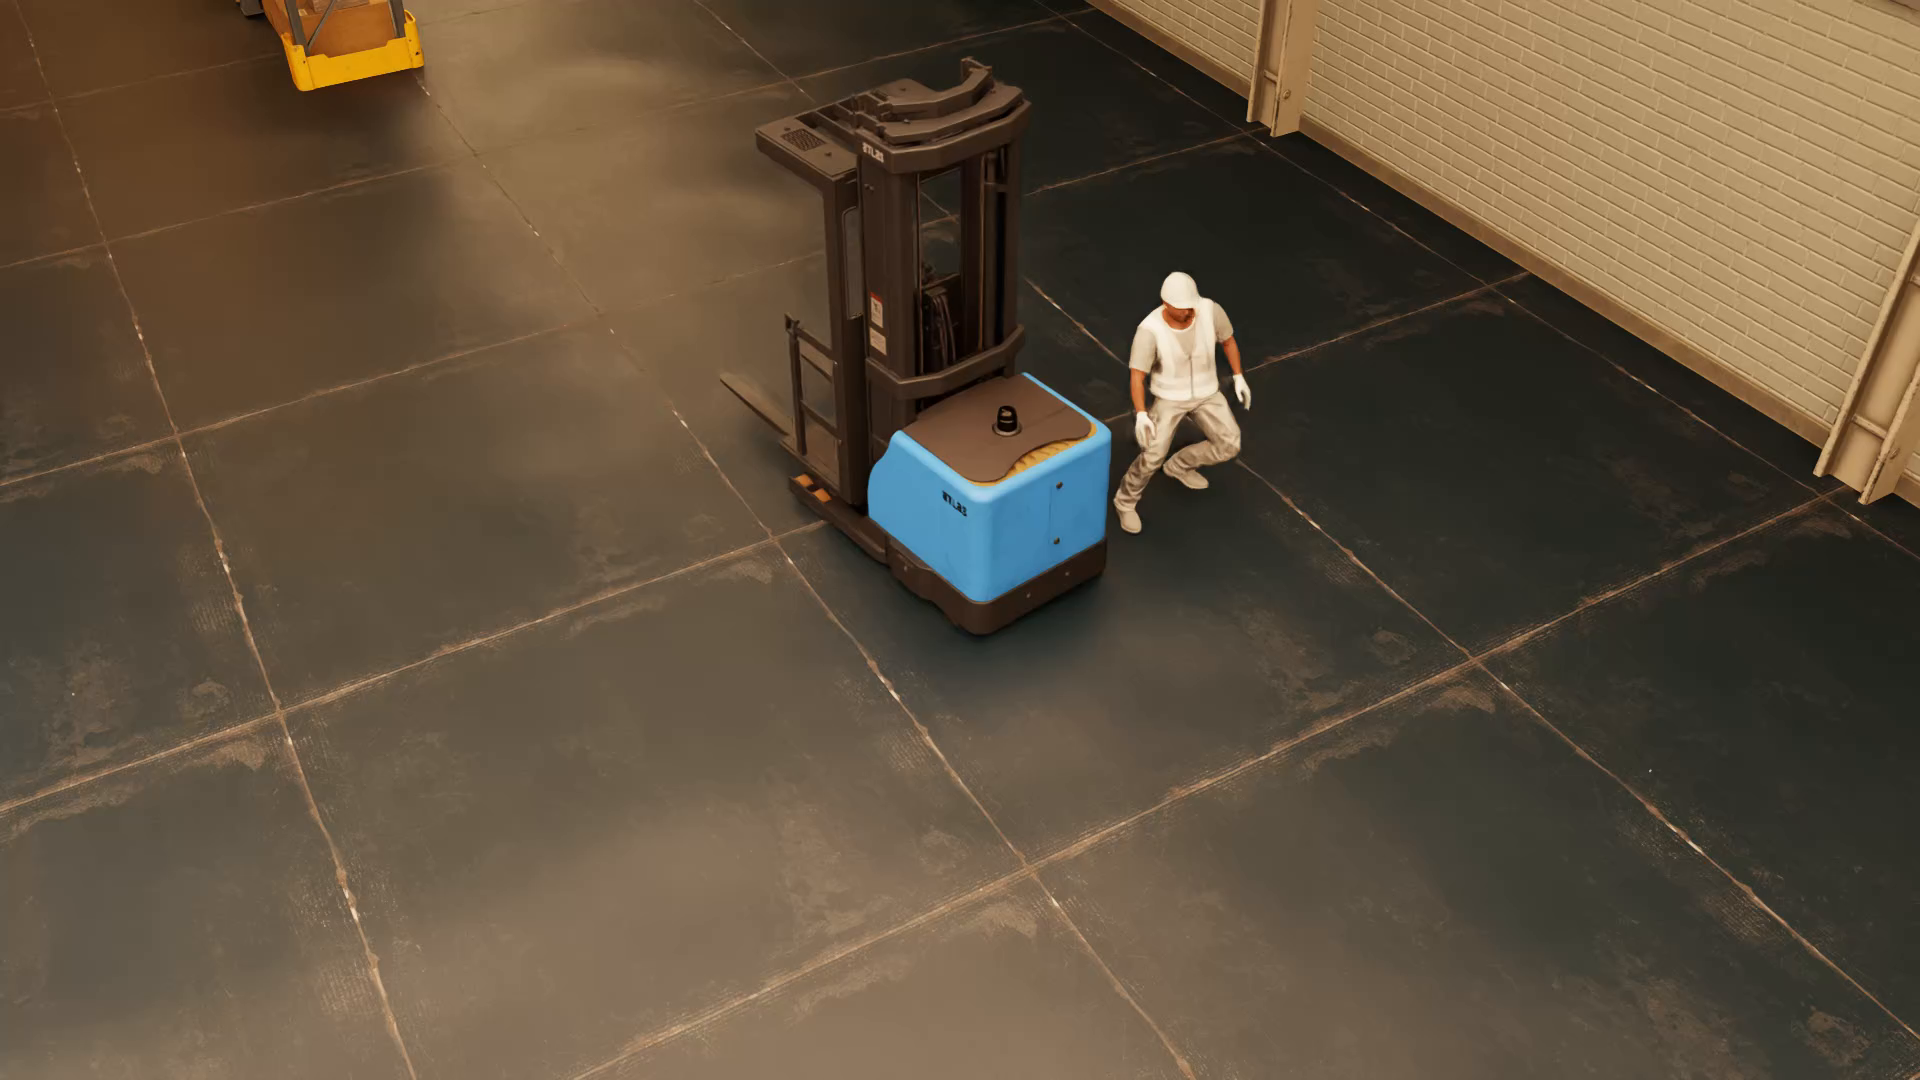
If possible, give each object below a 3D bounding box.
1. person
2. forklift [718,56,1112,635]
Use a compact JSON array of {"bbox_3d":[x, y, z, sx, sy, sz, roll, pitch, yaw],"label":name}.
[{"bbox_3d":[1.367,-0.839,10.060,0.809,1.644,0.681,-9,40,-10],"label":"person"},{"bbox_3d":[-0.438,-1.462,9.799,1.130,2.935,3.031,-27,47,-29],"label":"forklift"}]
